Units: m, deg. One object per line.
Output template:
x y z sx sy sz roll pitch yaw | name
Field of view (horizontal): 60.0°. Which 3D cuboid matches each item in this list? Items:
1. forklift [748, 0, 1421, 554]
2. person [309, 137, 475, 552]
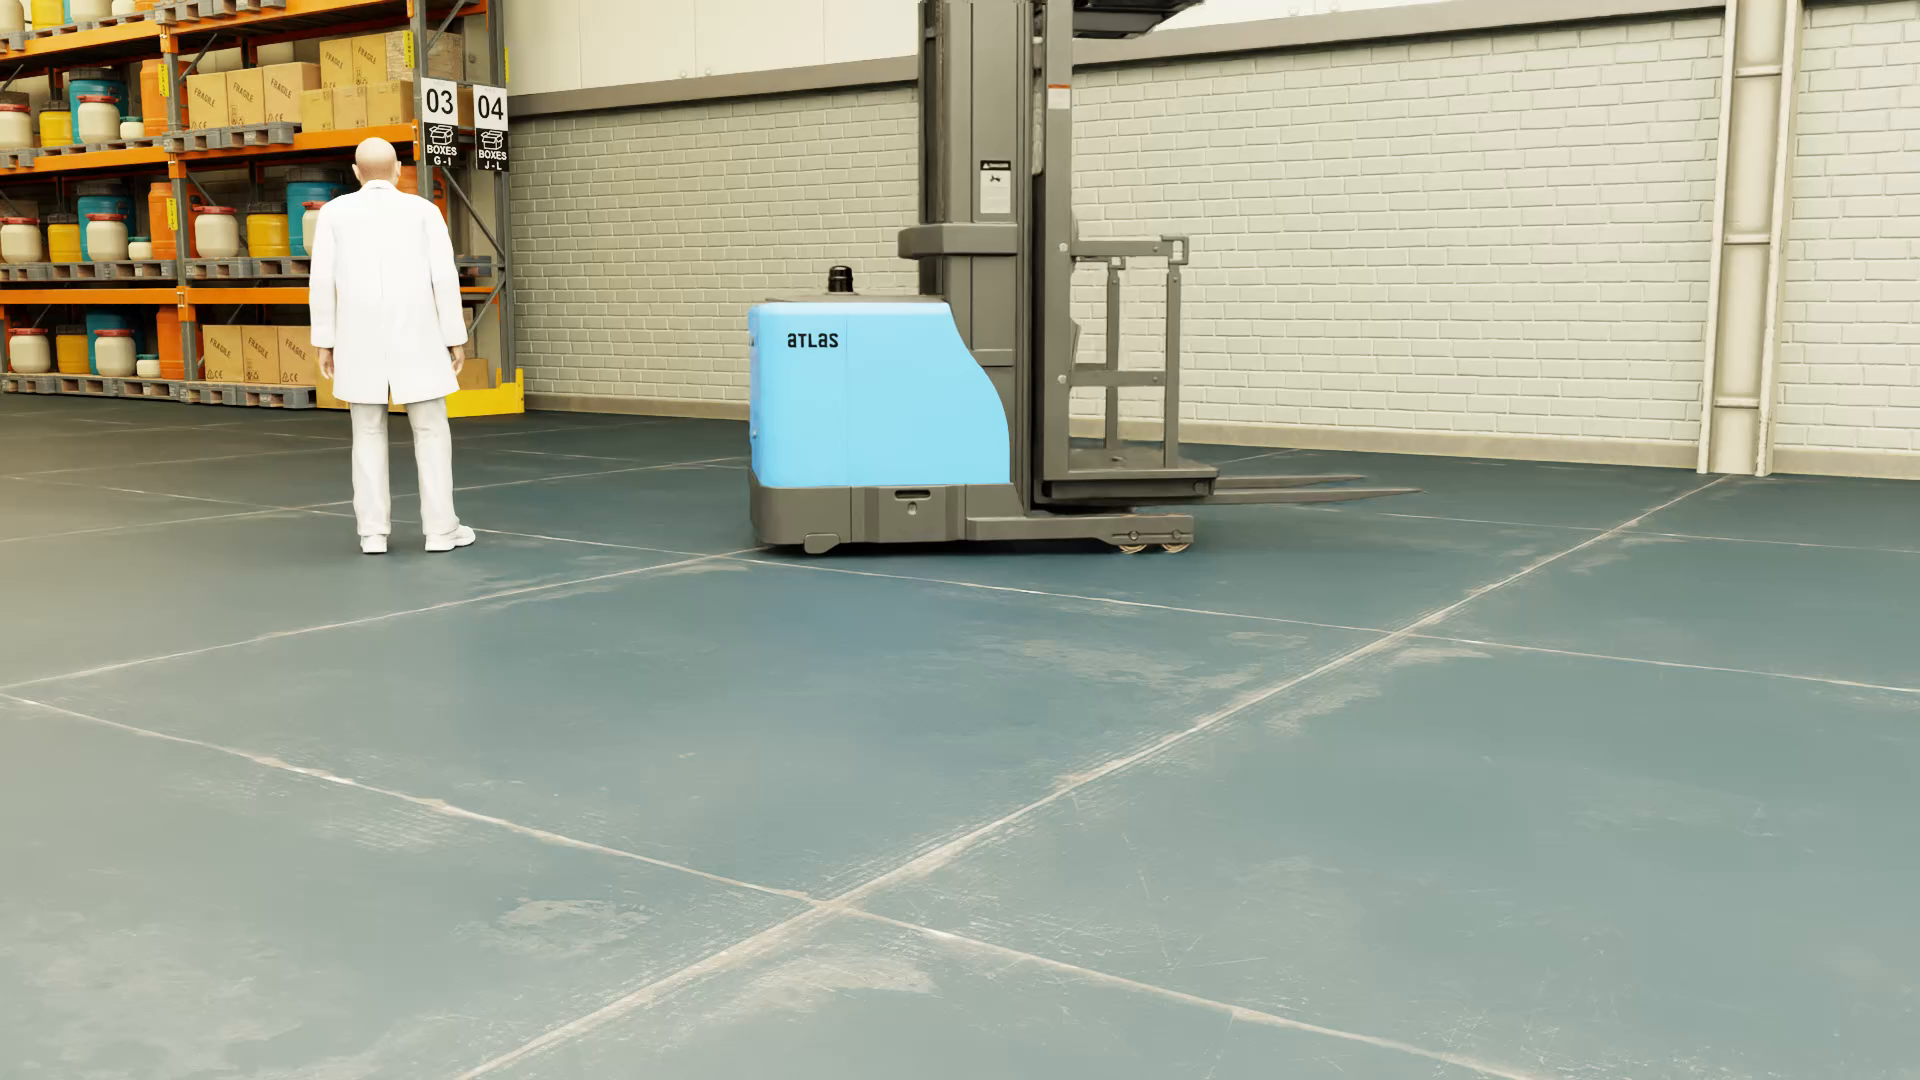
0.569 -1.468 7.516 3.031 2.935 1.130 -1 8 -10 | forklift
-2.465 -0.837 7.195 0.647 1.772 0.430 -2 8 -11 | person
